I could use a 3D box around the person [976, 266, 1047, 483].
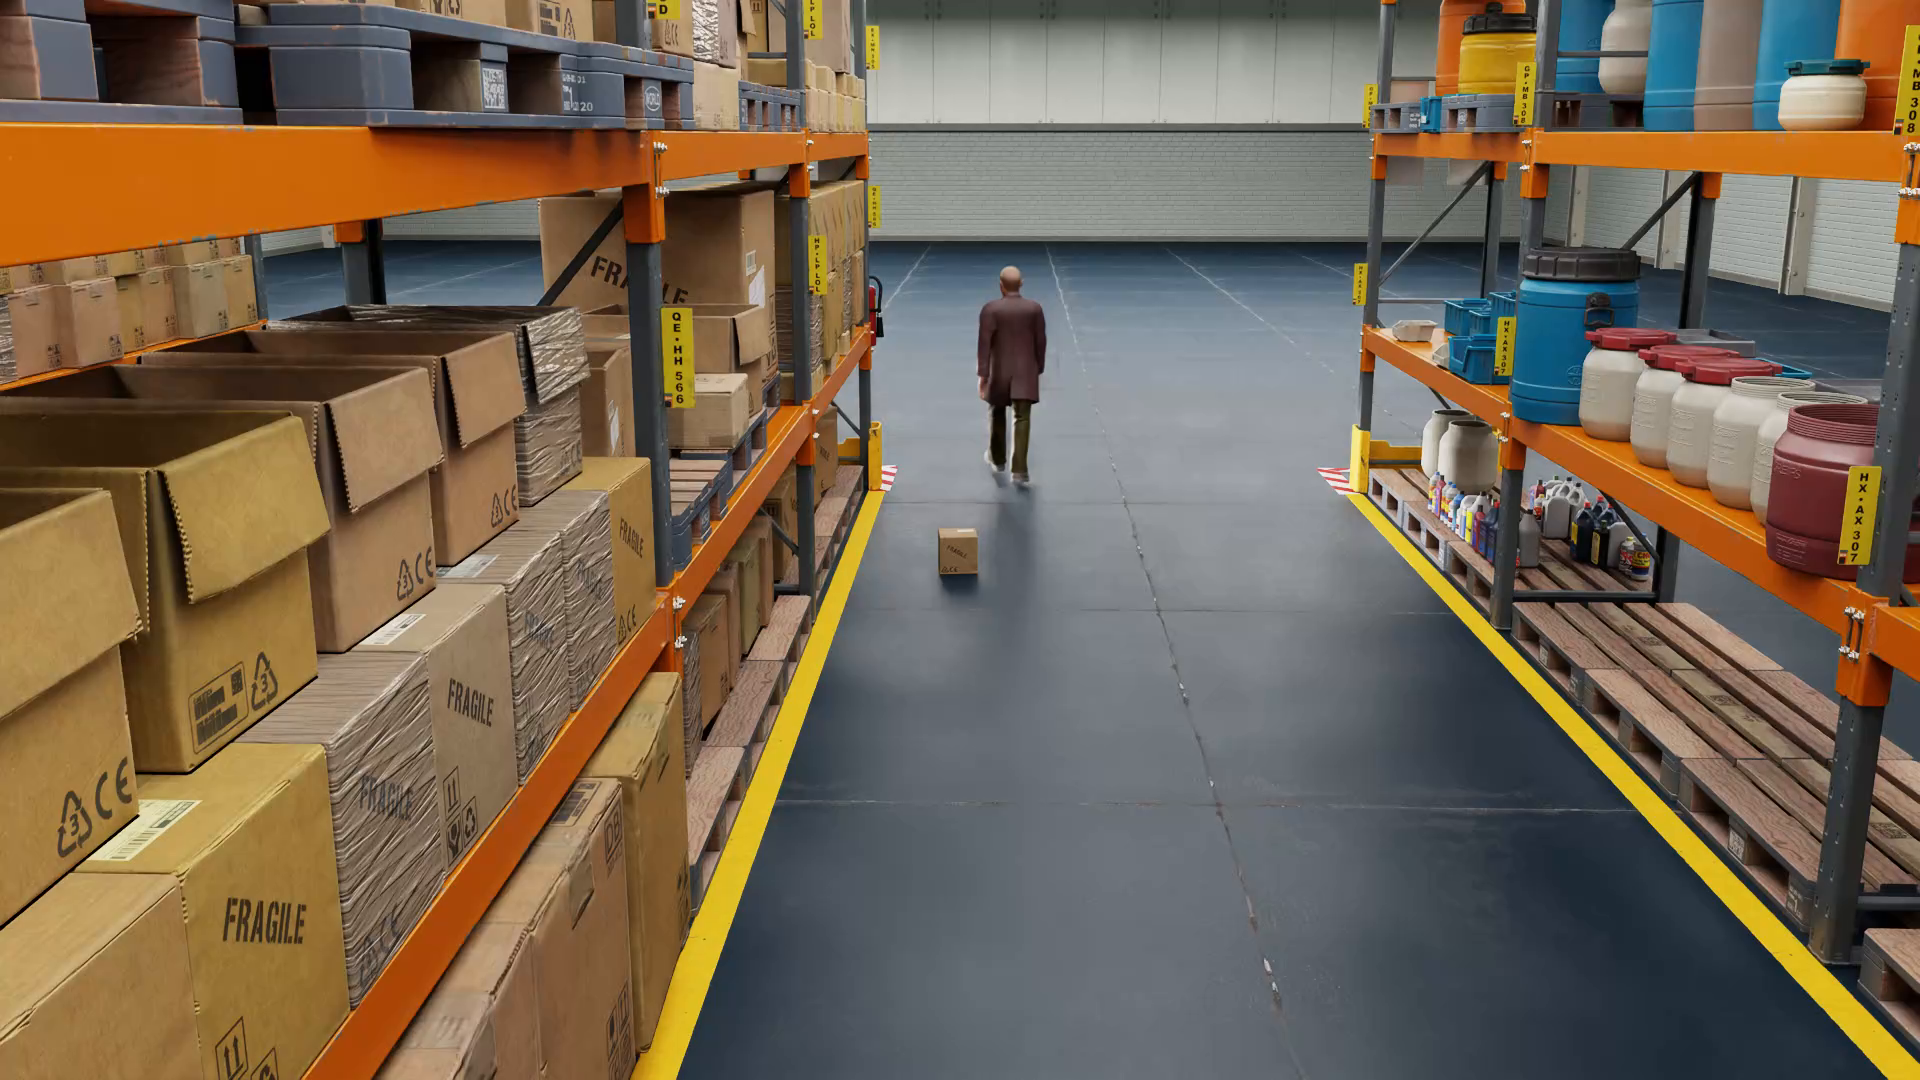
[{"bbox_3d":[0.418,-1.384,13.683,0.584,1.737,1.014,0,14,-1],"label":"person"}]
